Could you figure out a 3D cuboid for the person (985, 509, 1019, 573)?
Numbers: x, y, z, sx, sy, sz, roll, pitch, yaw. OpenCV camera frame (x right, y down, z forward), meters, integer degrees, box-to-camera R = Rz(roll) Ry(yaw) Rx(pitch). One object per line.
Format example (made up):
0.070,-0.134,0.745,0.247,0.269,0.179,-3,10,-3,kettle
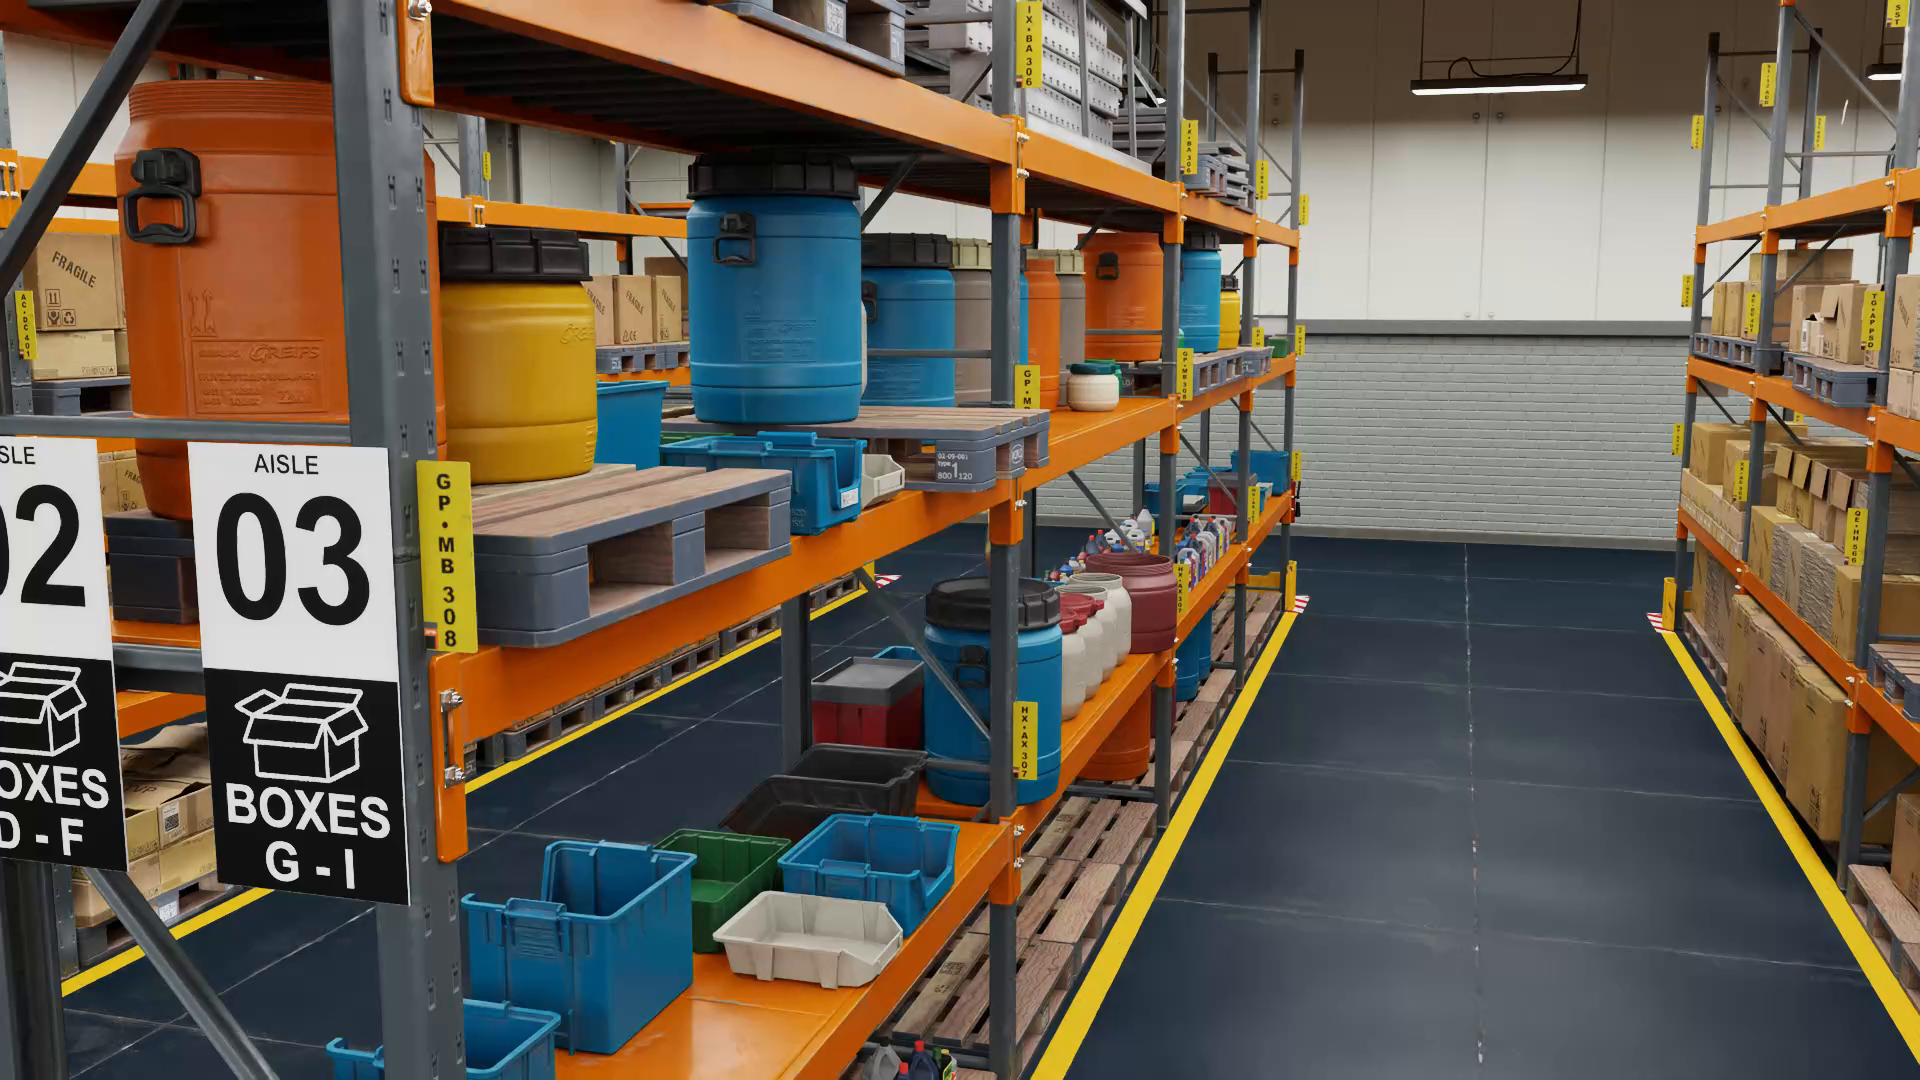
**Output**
0.417,0.152,16.889,0.350,1.662,0.455,3,9,17,person
